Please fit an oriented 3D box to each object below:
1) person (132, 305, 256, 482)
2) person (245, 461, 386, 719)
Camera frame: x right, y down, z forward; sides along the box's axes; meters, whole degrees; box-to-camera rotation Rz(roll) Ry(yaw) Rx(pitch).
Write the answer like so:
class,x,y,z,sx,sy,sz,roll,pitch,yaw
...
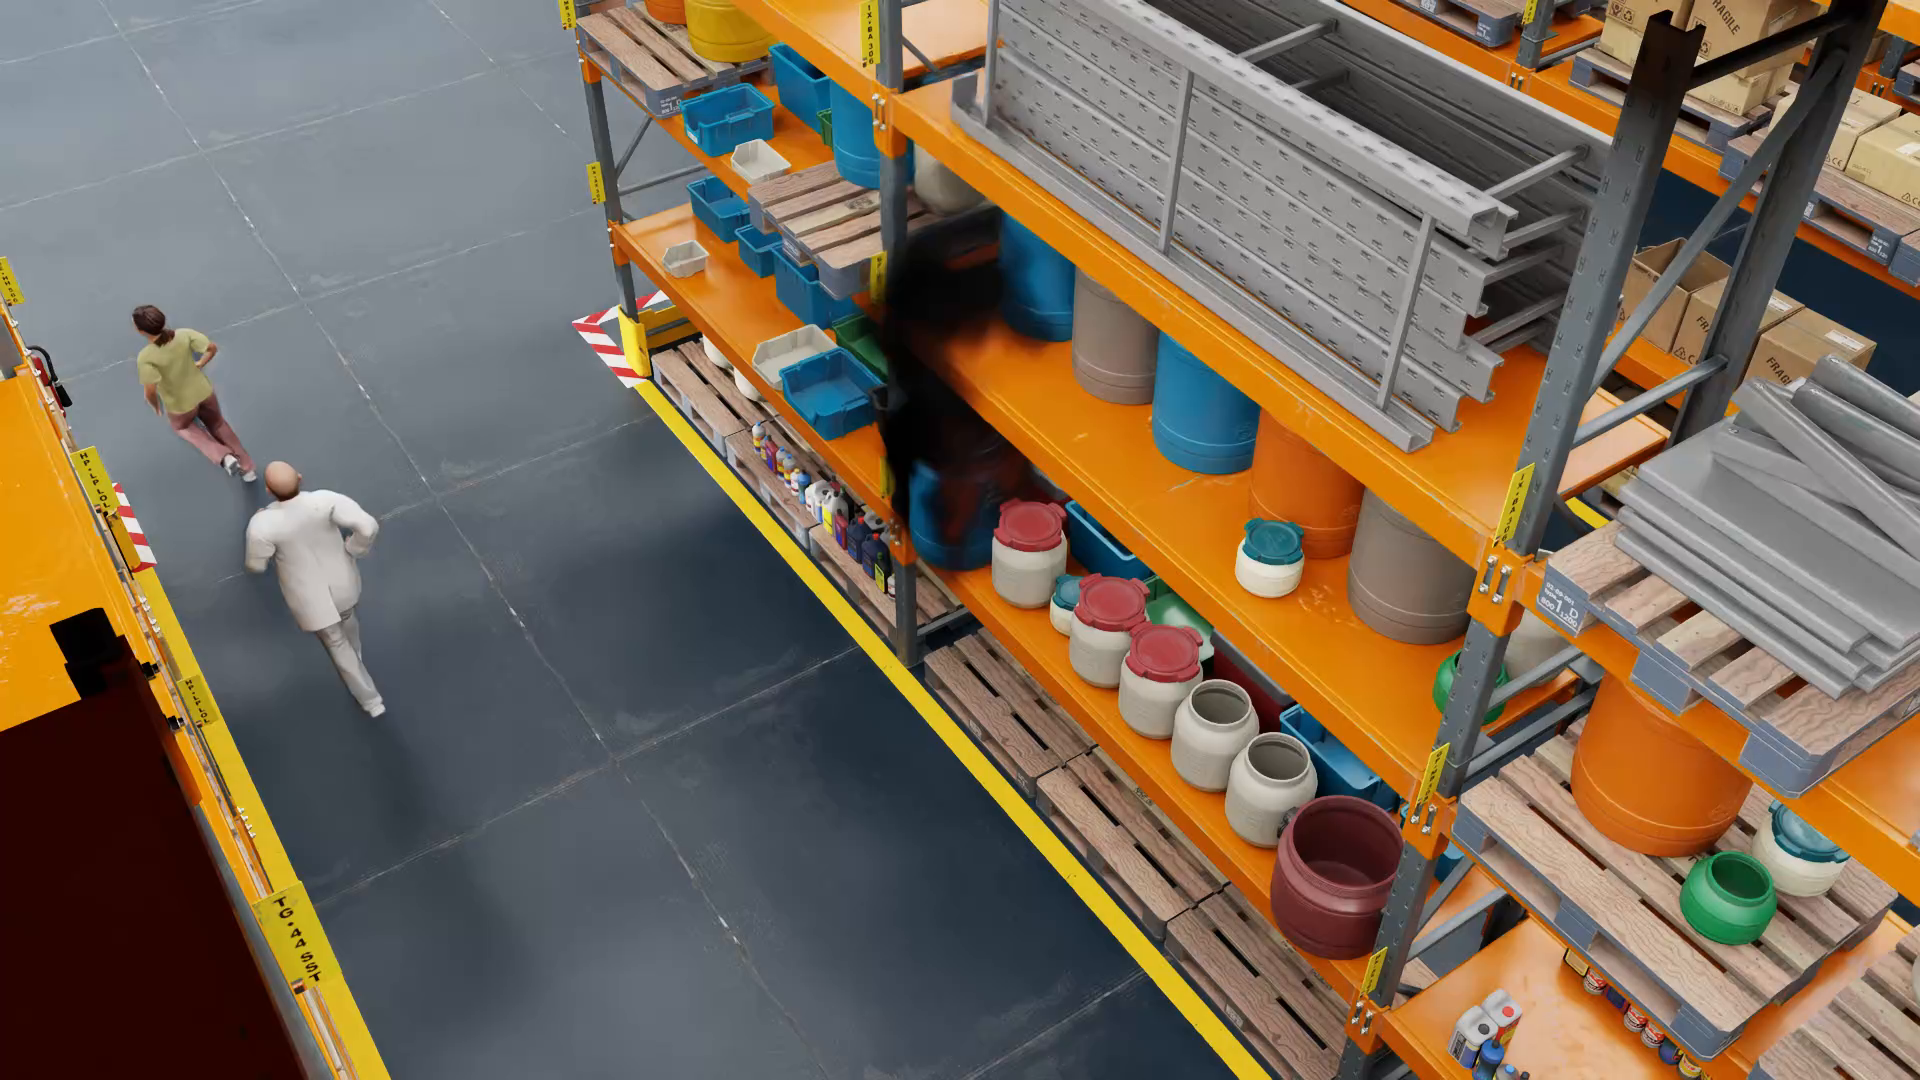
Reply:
class,x,y,z,sx,sy,sz,roll,pitch,yaw
person,-5.446,-0.997,11.674,0.527,1.606,0.631,27,49,26
person,-3.731,0.258,9.717,0.698,1.828,0.934,-30,51,-29
